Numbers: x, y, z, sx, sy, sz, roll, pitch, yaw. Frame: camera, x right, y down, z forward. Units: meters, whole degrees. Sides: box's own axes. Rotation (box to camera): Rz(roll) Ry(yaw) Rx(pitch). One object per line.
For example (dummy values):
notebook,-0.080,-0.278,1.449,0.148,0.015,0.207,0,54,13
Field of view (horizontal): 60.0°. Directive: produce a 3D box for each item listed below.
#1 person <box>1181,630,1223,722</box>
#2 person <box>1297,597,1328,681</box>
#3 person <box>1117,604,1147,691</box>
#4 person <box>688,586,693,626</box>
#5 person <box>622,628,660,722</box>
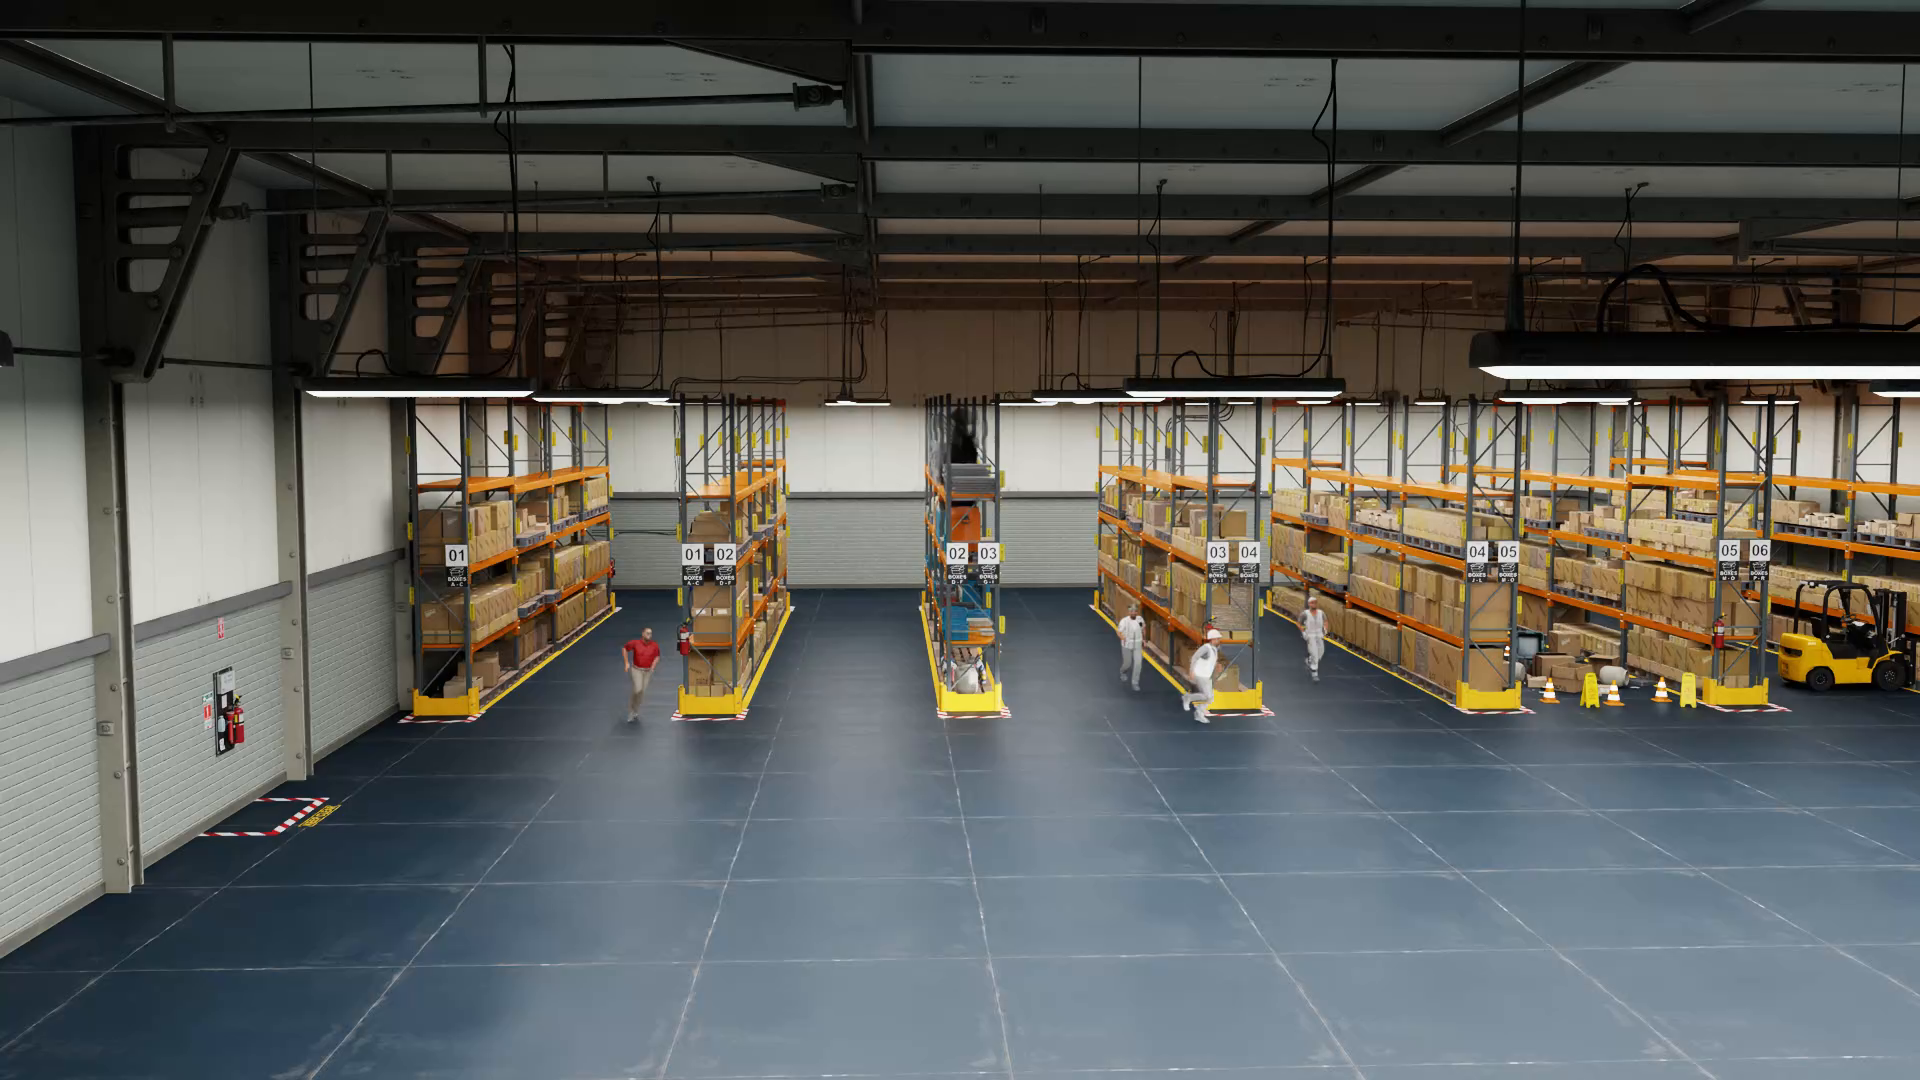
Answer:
person,4.444,2.485,30.474,0.760,1.708,0.651,2,5,22
person,7.467,2.075,35.180,0.650,1.767,0.715,-1,5,-10
person,3.514,2.165,34.027,0.652,1.755,0.893,-1,5,-7
person,-6.975,1.463,43.659,0.561,1.621,0.573,0,5,2
person,-5.869,2.476,30.676,0.680,1.732,0.767,-3,5,-31
